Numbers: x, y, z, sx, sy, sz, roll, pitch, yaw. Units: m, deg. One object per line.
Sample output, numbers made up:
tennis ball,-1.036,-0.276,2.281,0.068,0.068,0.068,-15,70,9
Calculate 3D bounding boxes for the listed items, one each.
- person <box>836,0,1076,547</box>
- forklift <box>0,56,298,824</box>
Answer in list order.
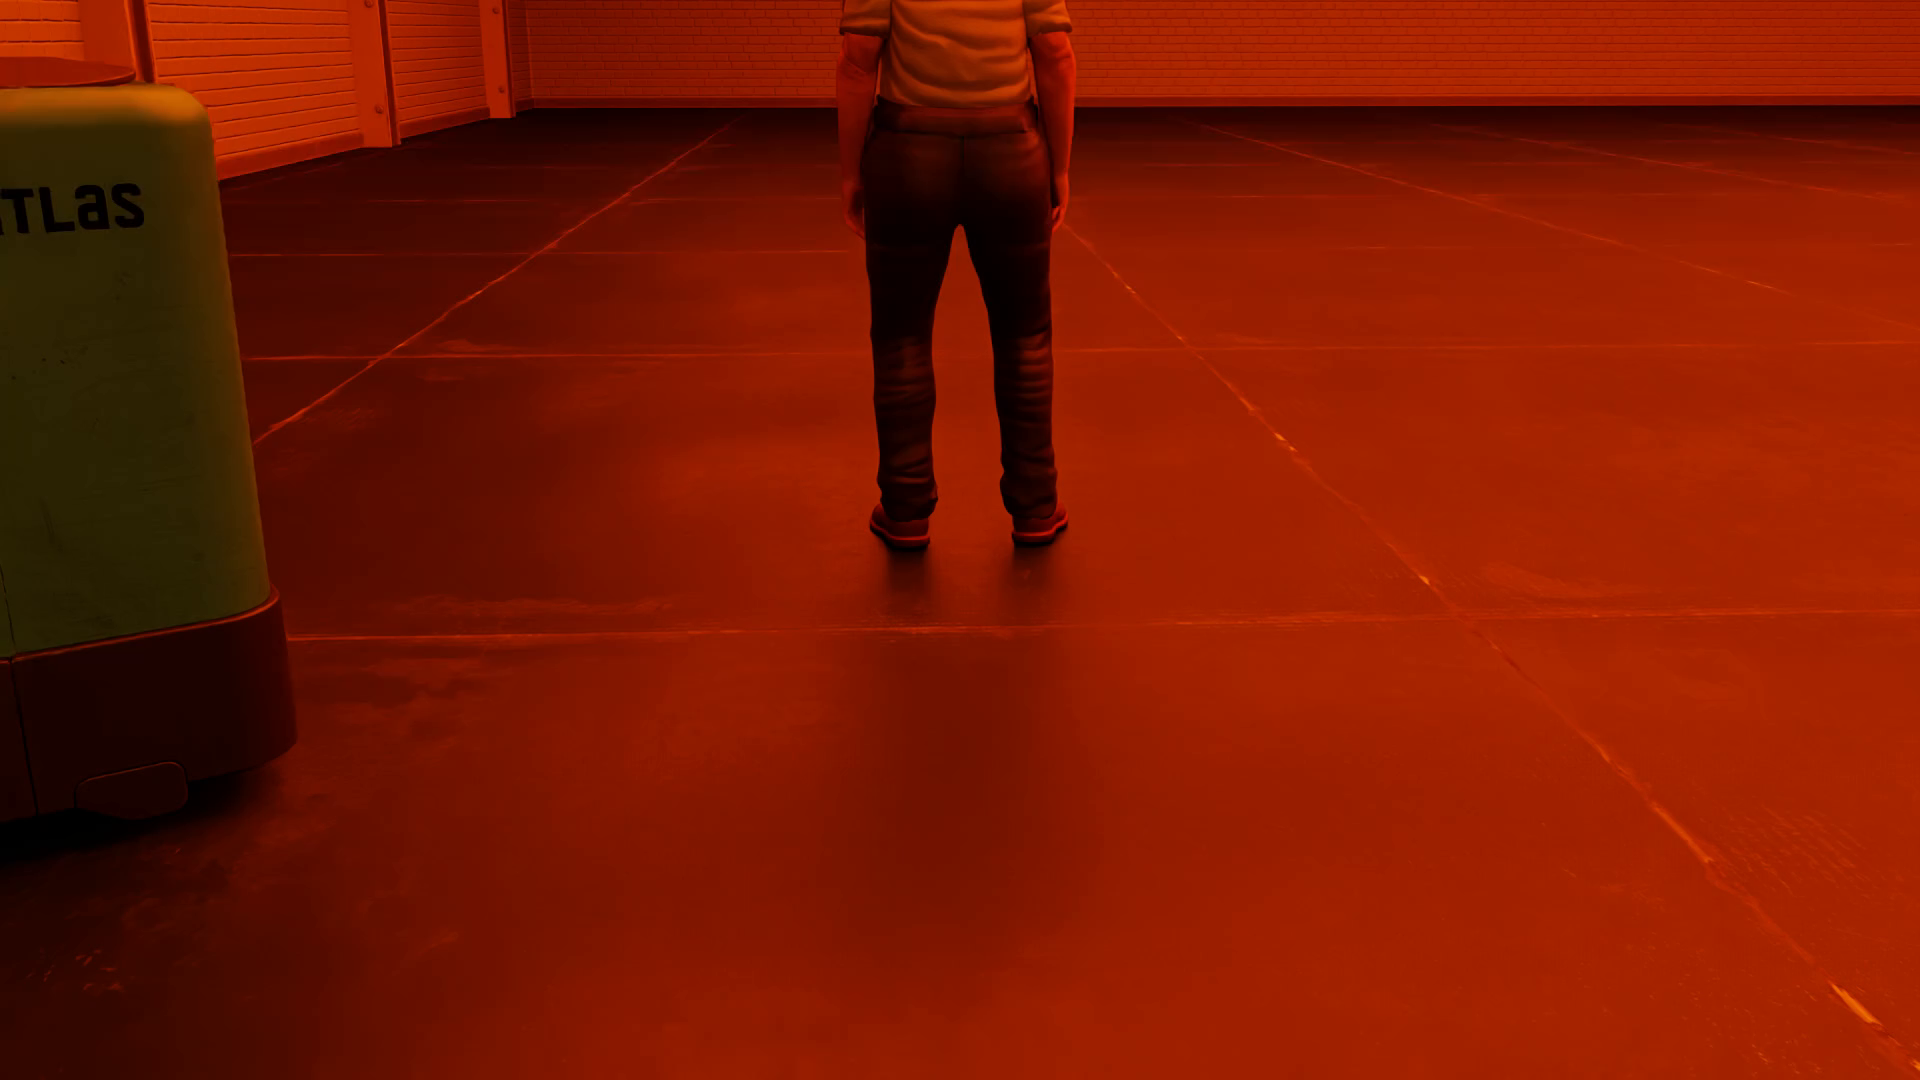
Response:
person,0.001,-0.797,3.705,0.546,1.651,0.373,-1,17,-5
forklift,-2.554,-0.878,1.779,3.031,2.935,1.130,-11,20,-32
